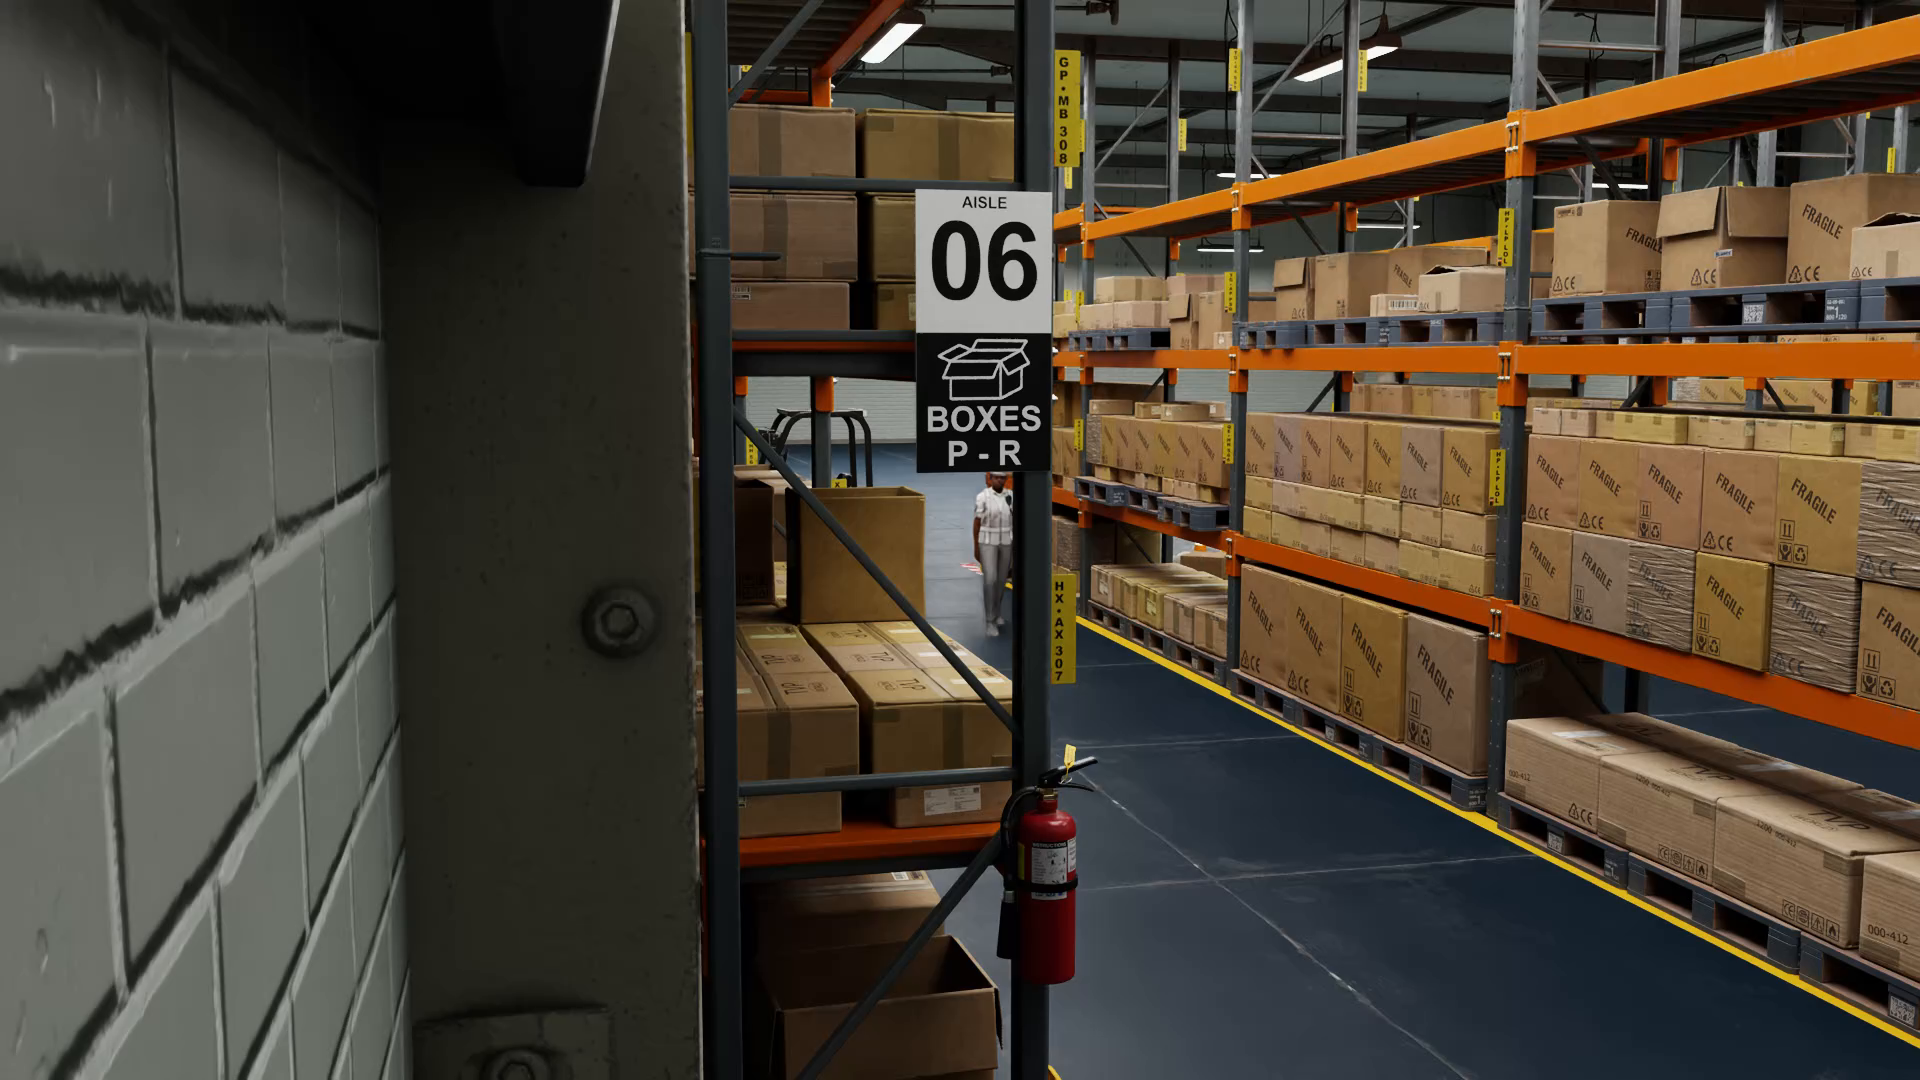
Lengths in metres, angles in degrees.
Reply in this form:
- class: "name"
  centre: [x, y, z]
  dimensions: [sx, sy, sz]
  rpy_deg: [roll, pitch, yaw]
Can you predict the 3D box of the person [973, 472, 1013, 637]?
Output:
- class: "person"
  centre: [0.389, 0.089, 16.681]
  dimensions: [0.458, 1.733, 0.697]
  rpy_deg: [-2, 6, -15]
